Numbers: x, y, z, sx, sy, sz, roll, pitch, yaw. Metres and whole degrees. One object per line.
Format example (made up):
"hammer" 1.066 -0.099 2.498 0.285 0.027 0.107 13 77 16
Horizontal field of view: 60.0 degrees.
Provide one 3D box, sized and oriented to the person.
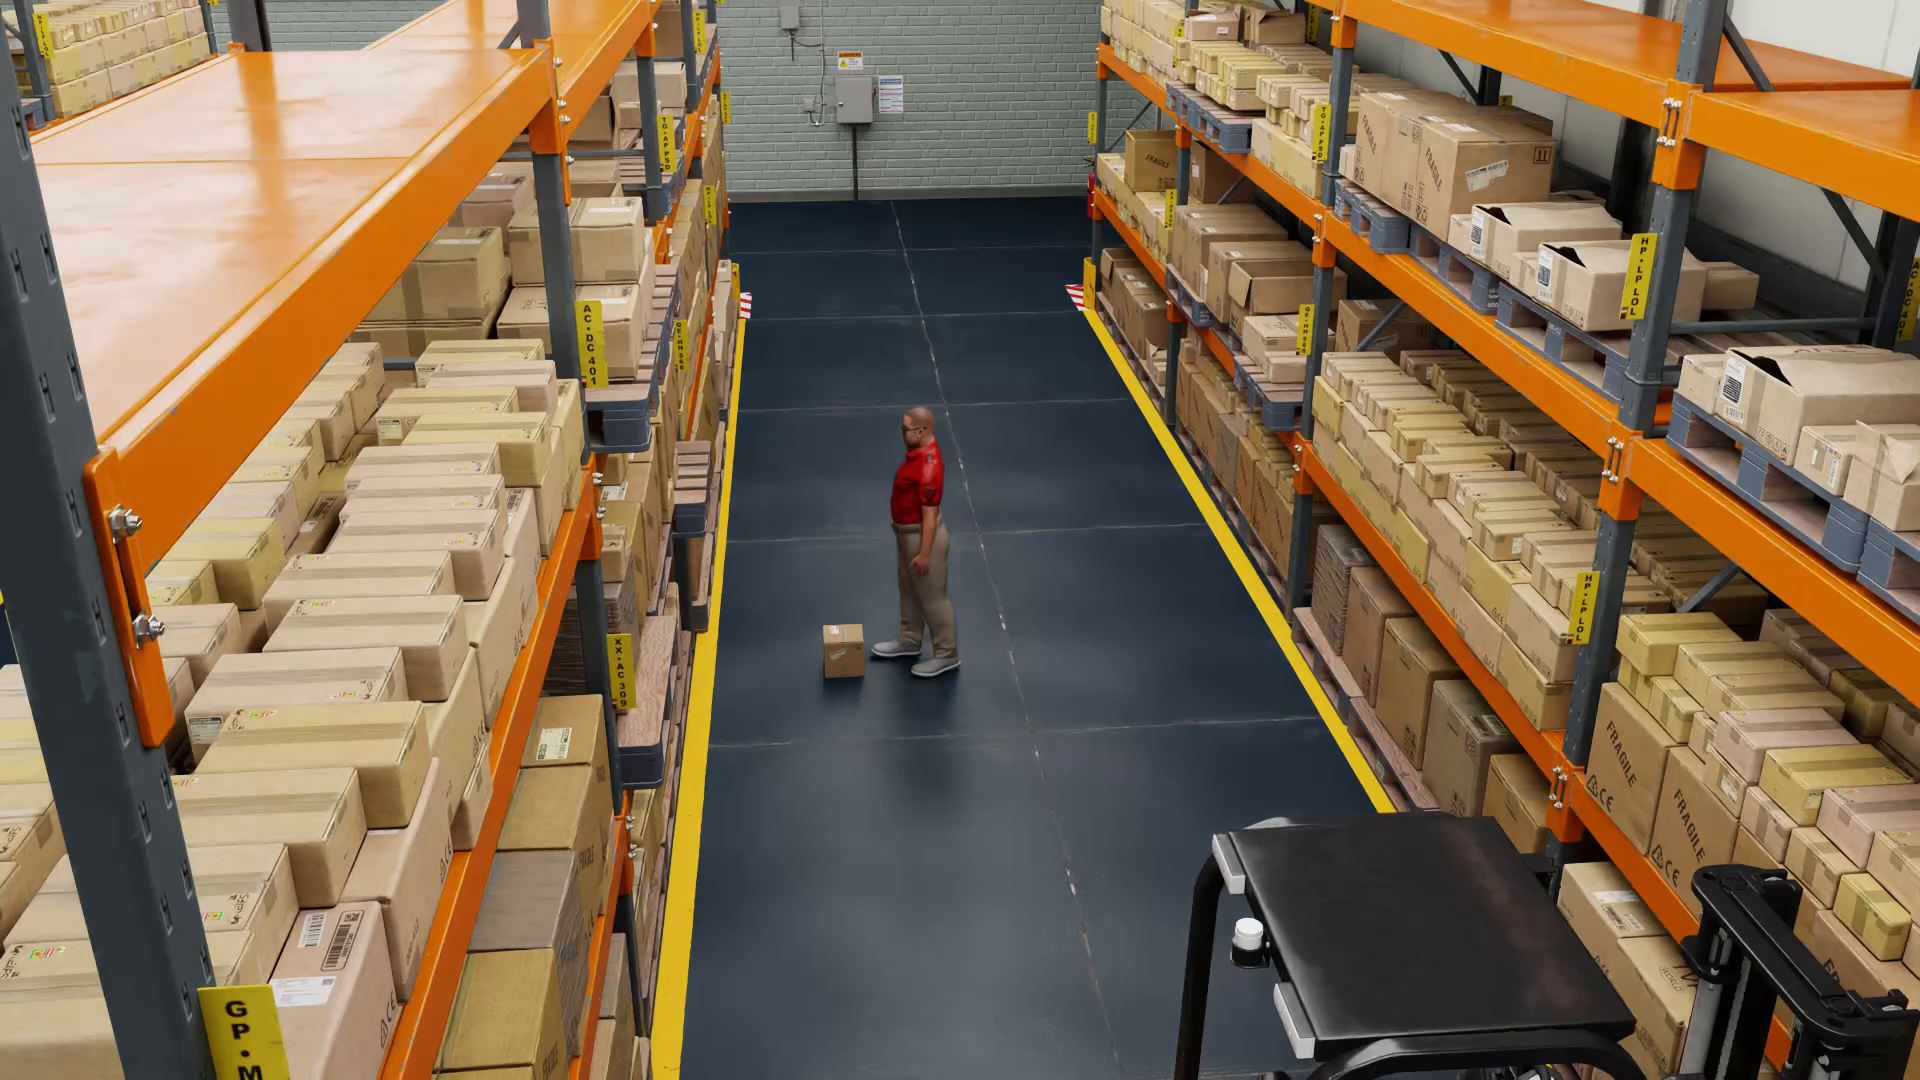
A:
"person" -0.286 -0.002 10.324 0.549 1.728 0.562 -2 24 -5
